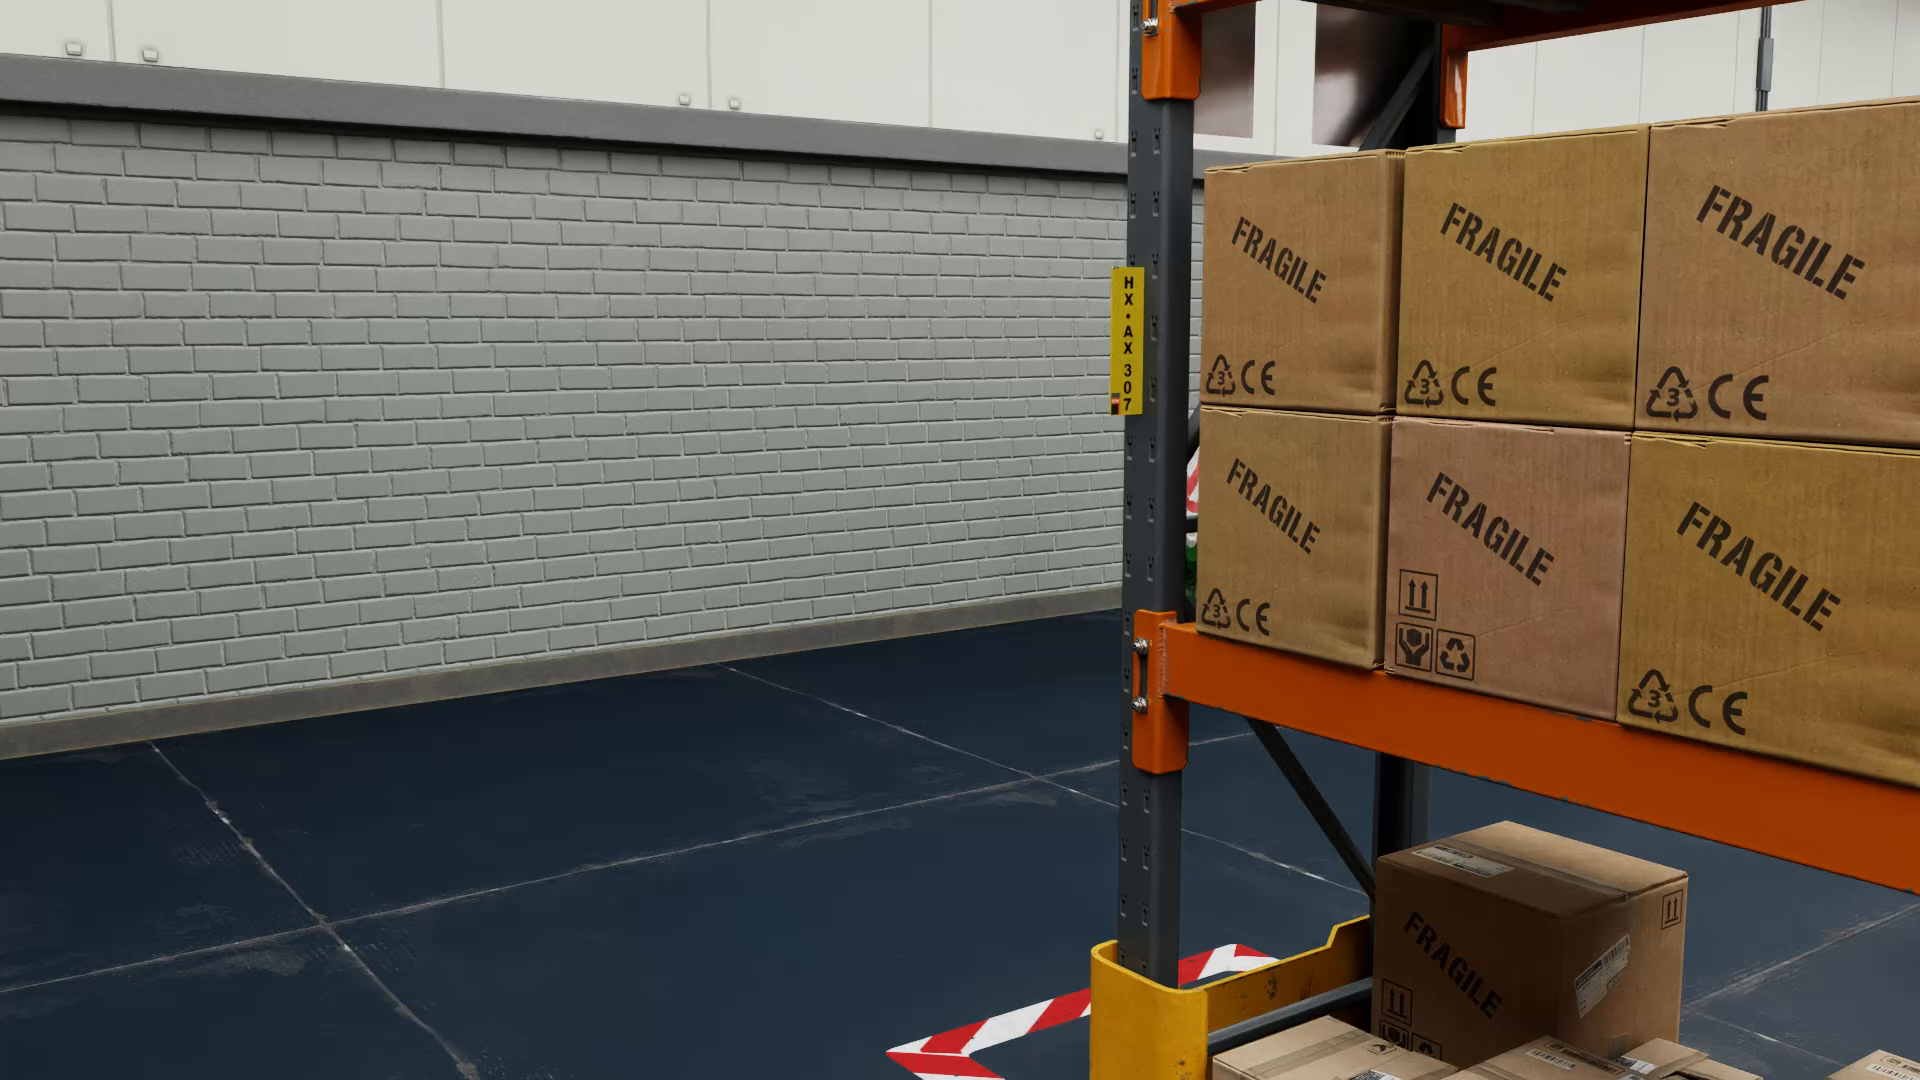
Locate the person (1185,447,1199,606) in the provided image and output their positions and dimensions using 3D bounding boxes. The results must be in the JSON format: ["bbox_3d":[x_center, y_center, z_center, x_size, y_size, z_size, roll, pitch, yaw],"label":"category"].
[{"bbox_3d":[1.358,-0.008,9.570,0.748,1.443,0.583,-6,9,-36],"label":"person"}]
